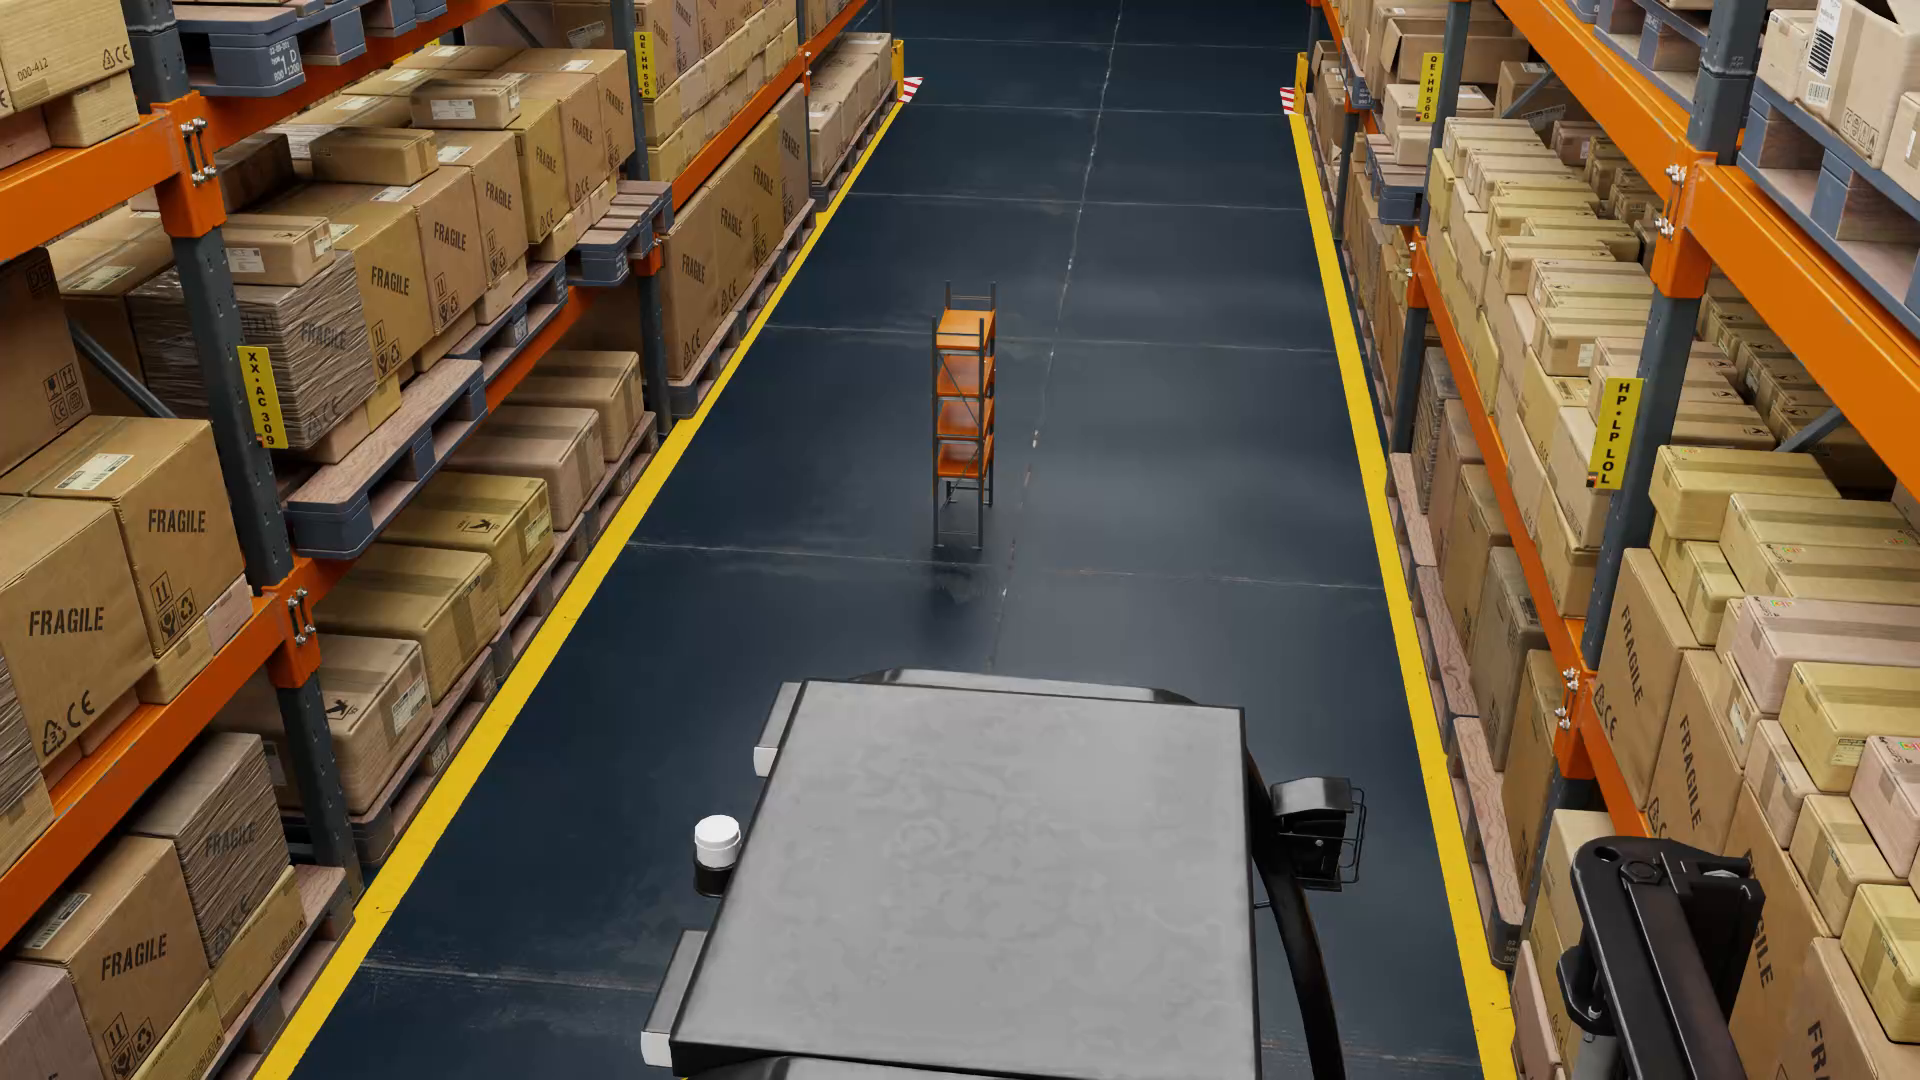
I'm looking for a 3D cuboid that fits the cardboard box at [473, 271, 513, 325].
[{"bbox_3d":[-2.054,-0.998,6.762,0.380,0.149,0.250,4,29,8],"label":"cardboard box"}]

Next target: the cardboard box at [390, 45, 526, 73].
[{"bbox_3d":[-2.417,-2.114,8.150,0.500,0.500,0.500,3,28,5],"label":"cardboard box"}]

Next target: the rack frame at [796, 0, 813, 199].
[{"bbox_3d":[-1.642,-3.836,12.207,1.000,3.000,0.127,3,28,6],"label":"rack frame"}]

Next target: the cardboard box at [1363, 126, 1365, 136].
[{"bbox_3d":[3.037,-2.893,11.653,0.380,0.149,0.250,3,28,5],"label":"cardboard box"}]

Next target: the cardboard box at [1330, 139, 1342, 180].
[{"bbox_3d":[3.105,-2.978,13.054,0.396,0.266,0.258,4,29,8],"label":"cardboard box"}]

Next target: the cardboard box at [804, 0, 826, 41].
[{"bbox_3d":[-1.325,-4.085,12.565,0.500,0.500,0.500,4,29,8],"label":"cardboard box"}]

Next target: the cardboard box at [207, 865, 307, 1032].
[{"bbox_3d":[-2.428,1.250,5.224,0.500,0.250,0.500,5,29,9],"label":"cardboard box"}]

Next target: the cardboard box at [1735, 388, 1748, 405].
[{"bbox_3d":[2.693,-0.397,5.456,0.500,0.250,0.500,3,28,6],"label":"cardboard box"}]

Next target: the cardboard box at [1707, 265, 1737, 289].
[{"bbox_3d":[2.769,-0.863,5.900,0.380,0.149,0.250,3,28,6],"label":"cardboard box"}]

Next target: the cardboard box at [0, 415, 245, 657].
[{"bbox_3d":[-2.430,-0.021,4.708,0.500,0.500,0.500,3,28,5],"label":"cardboard box"}]

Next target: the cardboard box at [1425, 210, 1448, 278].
[{"bbox_3d":[2.498,-1.405,7.854,0.500,0.250,0.500,3,29,6],"label":"cardboard box"}]

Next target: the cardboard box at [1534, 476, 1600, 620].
[{"bbox_3d":[2.107,0.030,5.189,0.500,0.250,0.500,4,29,7],"label":"cardboard box"}]

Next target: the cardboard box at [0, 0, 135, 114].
[{"bbox_3d":[-2.409,-1.231,4.055,0.500,0.250,0.500,3,28,6],"label":"cardboard box"}]

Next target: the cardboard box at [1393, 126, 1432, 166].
[{"bbox_3d":[2.494,-2.072,8.755,0.380,0.149,0.250,4,29,7],"label":"cardboard box"}]

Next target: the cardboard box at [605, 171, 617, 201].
[{"bbox_3d":[-1.900,-1.729,8.118,0.380,0.149,0.250,4,29,7],"label":"cardboard box"}]

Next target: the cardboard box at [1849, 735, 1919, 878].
[{"bbox_3d":[1.892,0.500,3.056,0.380,0.149,0.250,3,28,6],"label":"cardboard box"}]

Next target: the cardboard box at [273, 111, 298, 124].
[{"bbox_3d":[-6.085,-3.772,14.651,0.380,0.149,0.250,3,28,5],"label":"cardboard box"}]

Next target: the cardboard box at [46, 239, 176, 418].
[{"bbox_3d":[-2.793,-0.661,5.452,0.500,0.500,0.500,3,28,5],"label":"cardboard box"}]

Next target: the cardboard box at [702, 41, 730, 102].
[{"bbox_3d":[-1.687,-2.808,9.931,0.500,0.250,0.500,3,28,6],"label":"cardboard box"}]

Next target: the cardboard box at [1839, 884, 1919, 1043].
[{"bbox_3d":[1.795,0.749,2.909,0.380,0.149,0.250,3,28,5],"label":"cardboard box"}]

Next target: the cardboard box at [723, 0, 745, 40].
[{"bbox_3d":[-1.634,-3.369,10.181,0.500,0.500,0.500,4,29,7],"label":"cardboard box"}]

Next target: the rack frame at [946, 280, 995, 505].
[{"bbox_3d":[0.050,-0.721,8.323,0.240,1.200,0.015,3,28,6],"label":"rack frame"}]

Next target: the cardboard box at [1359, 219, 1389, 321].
[{"bbox_3d":[2.812,-1.689,10.416,0.500,0.500,0.500,2,28,4],"label":"cardboard box"}]

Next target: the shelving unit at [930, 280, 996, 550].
[{"bbox_3d":[0.020,-0.606,8.110,0.258,1.200,0.503,3,28,6],"label":"shelving unit"}]

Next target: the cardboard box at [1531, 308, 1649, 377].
[{"bbox_3d":[2.123,-0.653,5.510,0.380,0.149,0.250,2,28,5],"label":"cardboard box"}]

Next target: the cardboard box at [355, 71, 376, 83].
[{"bbox_3d":[-5.865,-4.502,16.006,0.380,0.149,0.250,4,29,8],"label":"cardboard box"}]

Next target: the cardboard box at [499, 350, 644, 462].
[{"bbox_3d":[-2.211,-0.716,8.743,0.950,0.372,0.625,1,28,3],"label":"cardboard box"}]

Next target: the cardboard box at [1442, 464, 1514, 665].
[{"bbox_3d":[2.550,0.112,6.940,0.875,0.625,0.625,2,28,4],"label":"cardboard box"}]

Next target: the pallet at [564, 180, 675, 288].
[{"bbox_3d":[-2.114,-1.527,8.124,1.213,0.211,1.003,3,28,6],"label":"pallet"}]

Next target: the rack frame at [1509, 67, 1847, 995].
[{"bbox_3d":[2.305,0.217,4.685,1.000,3.000,0.127,3,28,6],"label":"rack frame"}]

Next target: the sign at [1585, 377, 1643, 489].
[{"bbox_3d":[1.765,-0.285,4.479,0.100,0.325,0.005,3,28,6],"label":"sign"}]

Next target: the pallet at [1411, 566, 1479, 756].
[{"bbox_3d":[2.503,0.519,7.063,1.003,0.211,1.213,3,28,6],"label":"pallet"}]

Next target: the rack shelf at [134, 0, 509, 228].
[{"bbox_3d":[-2.377,-2.015,6.424,1.077,0.370,4.000,3,28,6],"label":"rack shelf"}]

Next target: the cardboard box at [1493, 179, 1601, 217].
[{"bbox_3d":[2.405,-1.371,6.843,0.380,0.149,0.250,4,29,7],"label":"cardboard box"}]

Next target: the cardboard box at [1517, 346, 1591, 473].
[{"bbox_3d":[2.167,-0.426,5.509,0.500,0.250,0.500,3,28,5],"label":"cardboard box"}]

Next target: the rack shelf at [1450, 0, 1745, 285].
[{"bbox_3d":[2.550,-1.729,5.892,1.077,0.370,4.000,3,28,6],"label":"rack shelf"}]

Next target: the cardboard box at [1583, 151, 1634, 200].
[{"bbox_3d":[2.942,-1.583,7.236,0.380,0.149,0.250,3,28,6],"label":"cardboard box"}]

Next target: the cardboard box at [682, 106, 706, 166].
[{"bbox_3d":[-1.777,-2.345,9.599,0.500,0.250,0.500,3,28,5],"label":"cardboard box"}]

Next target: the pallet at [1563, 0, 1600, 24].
[{"bbox_3d":[2.666,-2.052,5.933,1.003,0.211,1.213,5,29,9],"label":"pallet"}]

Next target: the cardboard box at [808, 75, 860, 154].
[{"bbox_3d":[-1.349,-3.603,14.035,0.875,0.438,0.875,3,28,5],"label":"cardboard box"}]

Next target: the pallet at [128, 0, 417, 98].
[{"bbox_3d":[-2.441,-1.592,5.078,1.213,0.211,1.003,3,28,6],"label":"pallet"}]

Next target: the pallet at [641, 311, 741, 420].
[{"bbox_3d":[-1.961,-1.092,10.054,1.003,0.211,1.213,3,28,6],"label":"pallet"}]

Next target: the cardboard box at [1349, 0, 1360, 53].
[{"bbox_3d":[3.004,-3.563,11.153,0.700,0.500,0.500,4,29,7],"label":"cardboard box"}]

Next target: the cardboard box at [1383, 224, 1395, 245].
[{"bbox_3d":[2.794,-1.906,10.134,0.380,0.149,0.250,2,28,4],"label":"cardboard box"}]

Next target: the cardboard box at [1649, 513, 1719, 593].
[{"bbox_3d":[2.005,0.022,4.258,0.380,0.149,0.250,3,28,5],"label":"cardboard box"}]

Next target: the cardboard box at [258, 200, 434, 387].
[{"bbox_3d":[-2.219,-0.870,5.840,0.500,0.500,0.500,3,29,6],"label":"cardboard box"}]

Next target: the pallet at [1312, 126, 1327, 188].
[{"bbox_3d":[3.517,-3.220,14.005,1.003,0.211,1.213,3,28,6],"label":"pallet"}]

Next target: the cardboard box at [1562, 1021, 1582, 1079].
[{"bbox_3d":[1.879,1.469,4.290,0.500,0.250,0.500,3,28,6],"label":"cardboard box"}]

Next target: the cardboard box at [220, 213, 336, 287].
[{"bbox_3d":[-2.213,-0.916,5.242,0.380,0.149,0.250,3,28,6],"label":"cardboard box"}]
